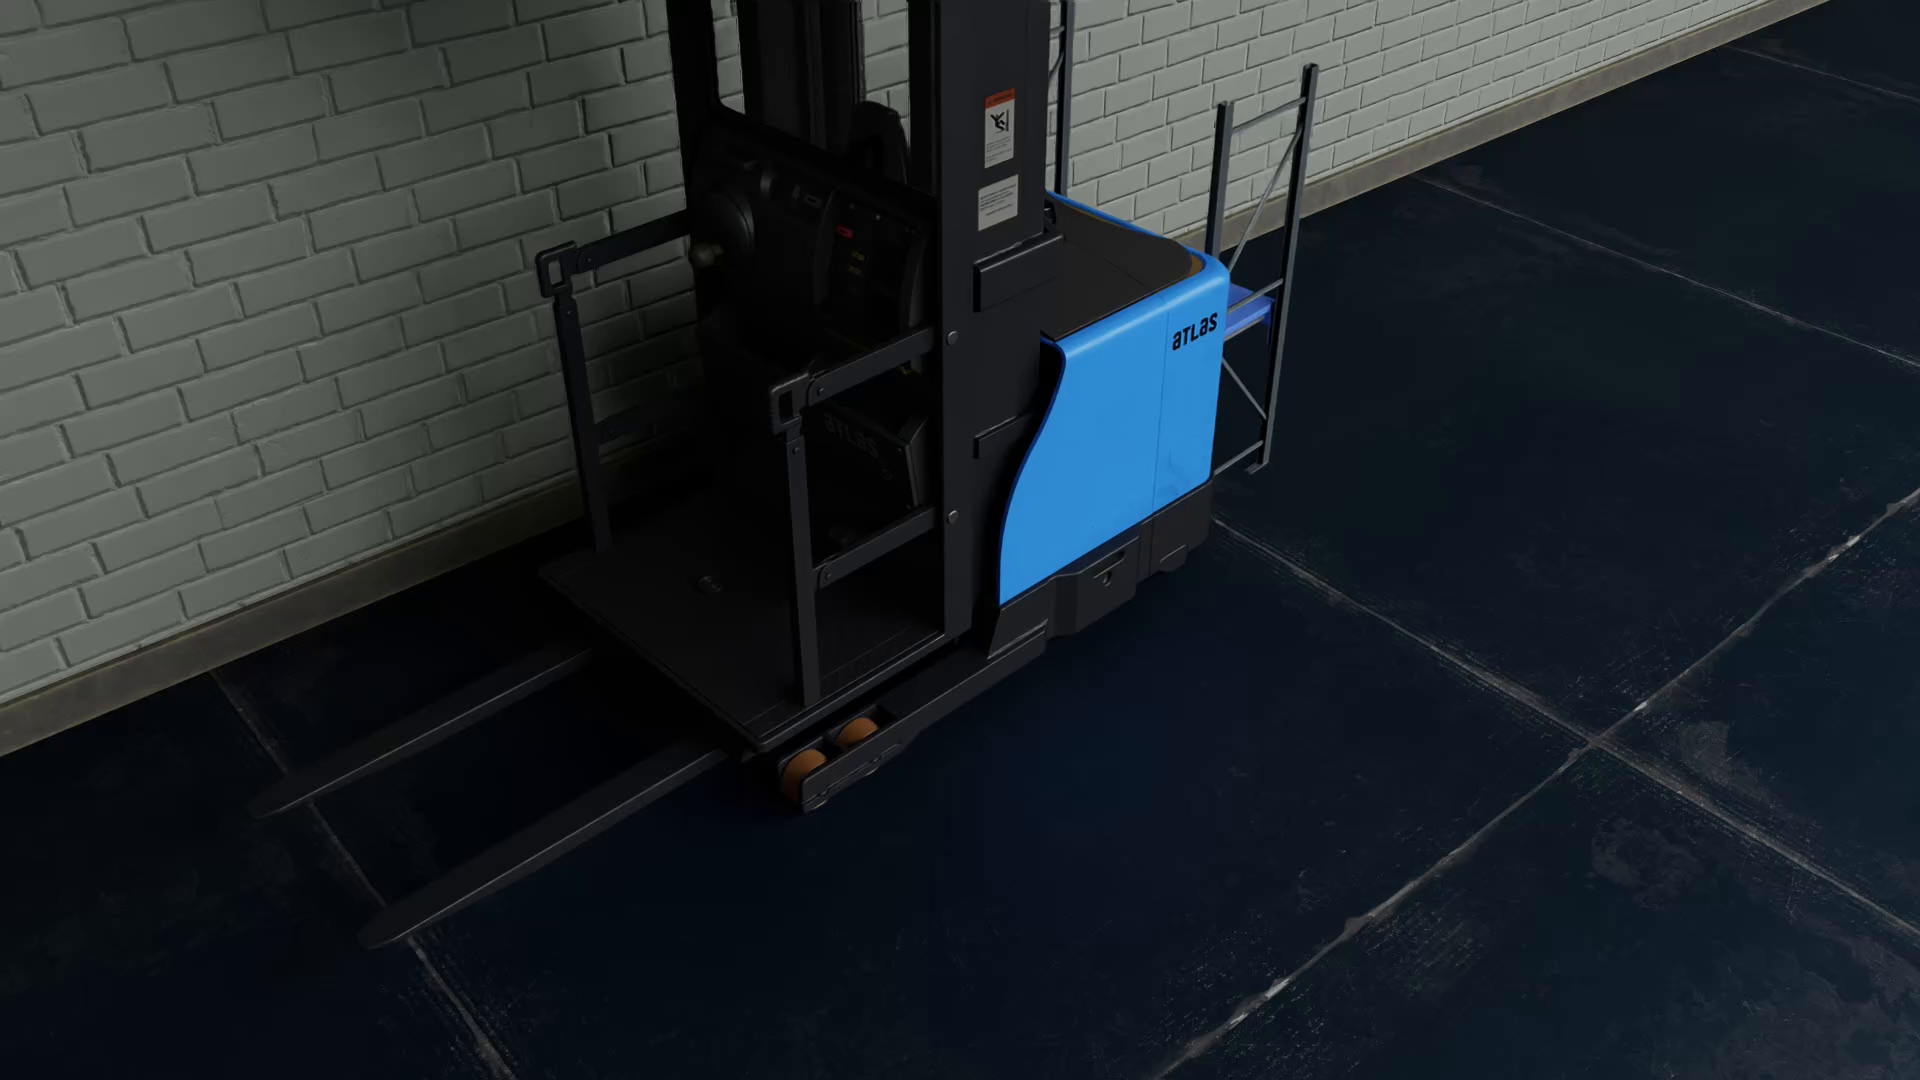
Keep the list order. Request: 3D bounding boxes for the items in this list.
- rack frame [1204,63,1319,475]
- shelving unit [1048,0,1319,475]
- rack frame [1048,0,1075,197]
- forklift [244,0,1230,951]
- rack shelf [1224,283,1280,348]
[{"bbox_3d":[0.960,-0.800,5.582,0.032,1.500,0.500,29,44,34],"label":"rack frame"},{"bbox_3d":[0.592,-1.002,5.867,1.048,1.500,0.538,29,44,34],"label":"shelving unit"},{"bbox_3d":[0.223,-1.205,6.153,0.032,1.500,0.500,29,44,34],"label":"rack frame"},{"bbox_3d":[-0.563,-0.778,4.313,3.031,2.935,1.130,-29,45,-35],"label":"forklift"},{"bbox_3d":[0.591,-0.856,5.971,1.000,0.185,0.538,29,44,34],"label":"rack shelf"}]
